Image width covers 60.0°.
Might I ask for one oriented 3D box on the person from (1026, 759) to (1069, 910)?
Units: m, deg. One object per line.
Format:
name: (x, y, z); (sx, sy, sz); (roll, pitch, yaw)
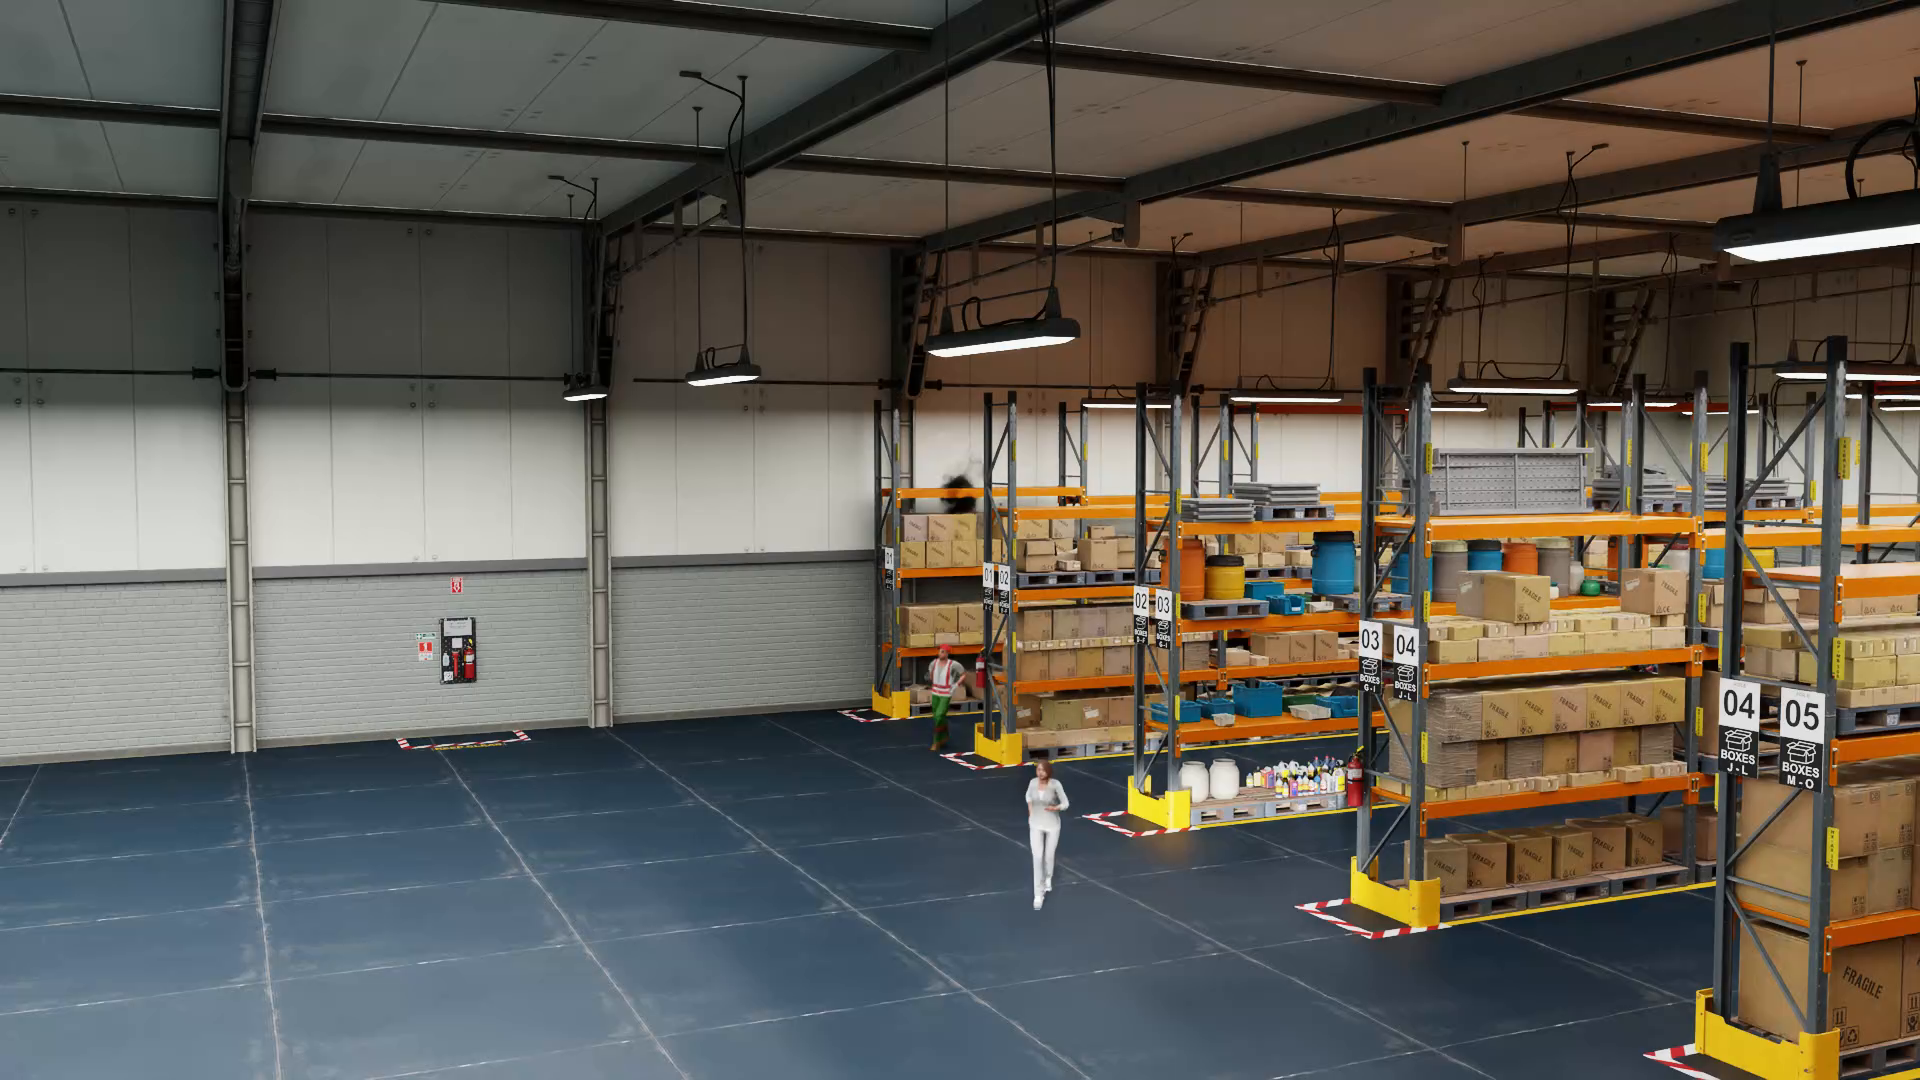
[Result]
person: (0.978, 3.273, 18.752); (0.518, 1.631, 0.776); (1, 3, 9)

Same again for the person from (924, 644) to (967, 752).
person: (-0.251, 2.654, 28.051); (0.651, 1.840, 0.664); (2, 4, 36)
